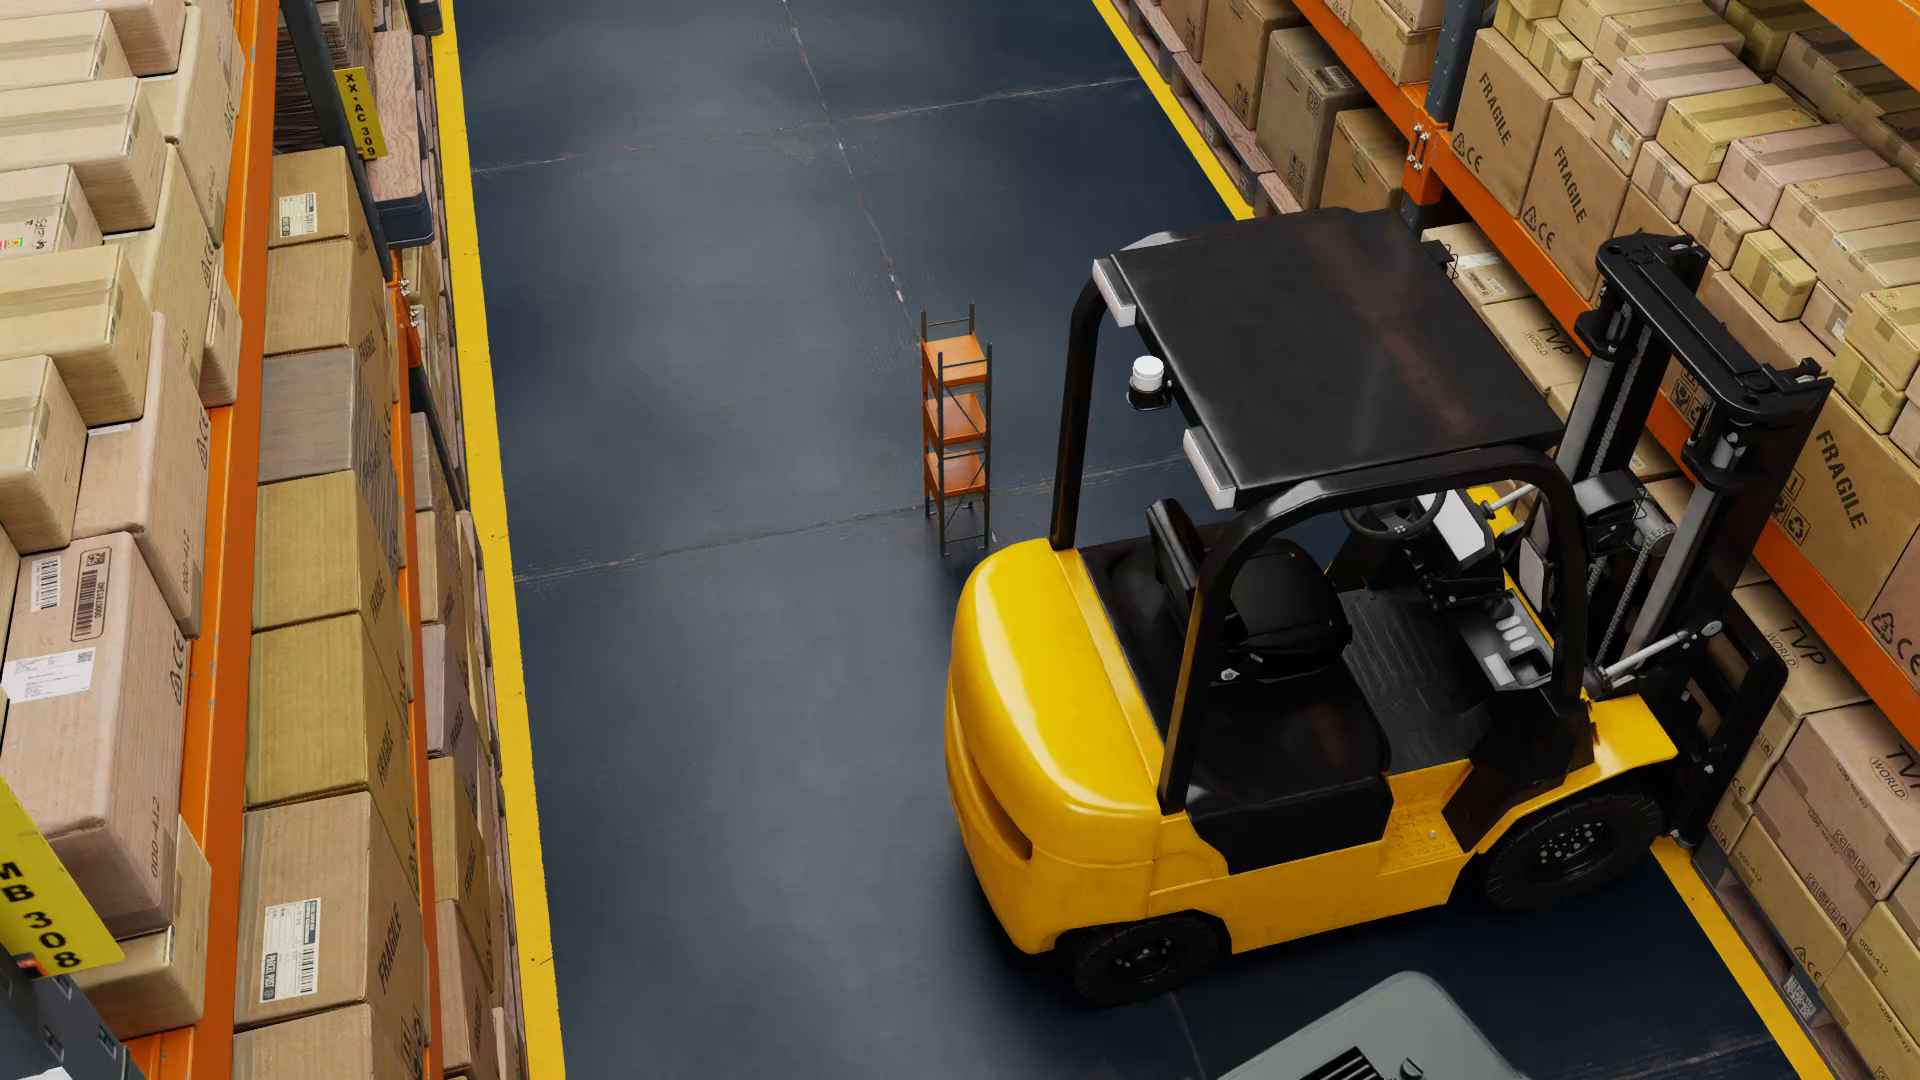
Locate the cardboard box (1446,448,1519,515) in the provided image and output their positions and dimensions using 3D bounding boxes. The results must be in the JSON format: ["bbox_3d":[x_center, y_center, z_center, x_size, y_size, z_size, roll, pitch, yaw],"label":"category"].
[{"bbox_3d":[2.278,-0.327,6.601,0.500,0.250,0.500,-12,47,-11],"label":"cardboard box"}]

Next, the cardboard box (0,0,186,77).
[{"bbox_3d":[-1.687,-0.983,3.131,0.380,0.149,0.250,-10,46,-10],"label":"cardboard box"}]

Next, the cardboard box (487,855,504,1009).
[{"bbox_3d":[-1.659,1.267,5.039,0.500,0.250,0.500,-8,46,-8],"label":"cardboard box"}]

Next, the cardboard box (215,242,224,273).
[{"bbox_3d":[-1.657,-0.529,3.244,0.380,0.149,0.250,-12,47,-11],"label":"cardboard box"}]

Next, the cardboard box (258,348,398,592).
[{"bbox_3d":[-1.839,-0.140,4.509,0.500,0.500,0.500,-10,46,-9],"label":"cardboard box"}]

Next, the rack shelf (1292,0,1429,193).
[{"bbox_3d":[1.817,-3.013,8.107,1.077,0.370,4.000,-11,47,-10],"label":"rack shelf"}]

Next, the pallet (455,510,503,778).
[{"bbox_3d":[-2.262,0.459,6.152,1.003,0.211,1.213,-11,47,-10],"label":"pallet"}]

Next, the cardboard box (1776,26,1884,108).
[{"bbox_3d":[2.932,-1.563,5.449,0.380,0.149,0.250,-12,47,-11],"label":"cardboard box"}]

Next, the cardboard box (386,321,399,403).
[{"bbox_3d":[-2.021,-0.549,5.364,0.380,0.149,0.250,-10,46,-9],"label":"cardboard box"}]

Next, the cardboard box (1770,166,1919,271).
[{"bbox_3d":[2.611,-0.932,4.831,0.380,0.149,0.250,-11,47,-10],"label":"cardboard box"}]

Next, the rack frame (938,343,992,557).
[{"bbox_3d":[0.017,-0.320,6.329,0.200,1.050,0.008,-11,47,-10],"label":"rack frame"}]

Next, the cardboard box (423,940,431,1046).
[{"bbox_3d":[-1.420,1.050,3.797,0.380,0.149,0.250,-10,46,-10],"label":"cardboard box"}]

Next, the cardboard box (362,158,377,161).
[{"bbox_3d":[-2.305,-1.473,5.975,0.380,0.149,0.250,-10,46,-10],"label":"cardboard box"}]

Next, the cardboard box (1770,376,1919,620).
[{"bbox_3d":[2.718,-0.163,4.740,0.500,0.500,0.500,-12,47,-11],"label":"cardboard box"}]

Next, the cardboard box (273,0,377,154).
[{"bbox_3d":[-2.311,-1.636,5.681,0.500,0.500,0.500,-10,46,-9],"label":"cardboard box"}]

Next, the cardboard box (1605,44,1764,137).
[{"bbox_3d":[2.319,-1.441,5.330,0.380,0.149,0.250,-10,46,-9],"label":"cardboard box"}]

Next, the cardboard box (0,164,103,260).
[{"bbox_3d":[-1.571,-0.432,2.590,0.380,0.149,0.250,-11,47,-11],"label":"cardboard box"}]

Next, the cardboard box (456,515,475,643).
[{"bbox_3d":[-2.057,0.200,6.085,0.500,0.250,0.500,-9,46,-9],"label":"cardboard box"}]

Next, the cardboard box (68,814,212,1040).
[{"bbox_3d":[-1.215,0.537,2.199,0.380,0.149,0.250,-11,47,-10],"label":"cardboard box"}]

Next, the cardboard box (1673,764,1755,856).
[{"bbox_3d":[2.690,0.734,5.562,0.500,0.250,0.500,-10,46,-10],"label":"cardboard box"}]

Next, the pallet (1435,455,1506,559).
[{"bbox_3d":[2.492,-0.352,6.947,1.003,0.211,1.213,-11,47,-10],"label":"pallet"}]

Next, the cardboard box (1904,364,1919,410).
[{"bbox_3d":[2.705,-0.383,4.293,0.380,0.149,0.250,-10,46,-9],"label":"cardboard box"}]

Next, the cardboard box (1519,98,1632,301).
[{"bbox_3d":[2.339,-1.209,5.764,0.500,0.500,0.500,-10,46,-10],"label":"cardboard box"}]

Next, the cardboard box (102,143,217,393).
[{"bbox_3d":[-1.591,-0.412,2.850,0.500,0.250,0.500,-9,46,-9],"label":"cardboard box"}]

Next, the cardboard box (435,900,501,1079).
[{"bbox_3d":[-1.528,1.356,4.427,0.500,0.500,0.500,-12,47,-12],"label":"cardboard box"}]

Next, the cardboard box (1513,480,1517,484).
[{"bbox_3d":[2.285,-0.506,6.427,0.500,0.250,0.500,-11,47,-11],"label":"cardboard box"}]

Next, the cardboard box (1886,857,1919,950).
[{"bbox_3d":[2.934,1.082,4.521,0.500,0.250,0.500,-9,46,-9],"label":"cardboard box"}]

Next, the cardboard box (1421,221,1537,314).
[{"bbox_3d":[2.149,-1.028,6.588,0.500,0.250,0.500,-11,47,-11],"label":"cardboard box"}]

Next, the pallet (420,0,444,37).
[{"bbox_3d":[-3.621,-3.318,9.854,1.003,0.211,1.213,-11,47,-10],"label":"pallet"}]

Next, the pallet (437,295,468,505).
[{"bbox_3d":[-2.669,-0.535,7.127,1.003,0.211,1.213,-11,47,-10],"label":"pallet"}]

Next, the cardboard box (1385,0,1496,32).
[{"bbox_3d":[1.956,-2.299,6.658,0.500,0.250,0.500,-12,47,-11],"label":"cardboard box"}]

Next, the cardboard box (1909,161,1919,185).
[{"bbox_3d":[3.034,-1.015,4.912,0.380,0.149,0.250,-9,46,-9],"label":"cardboard box"}]

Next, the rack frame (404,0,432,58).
[{"bbox_3d":[-3.492,-3.736,8.311,1.000,3.000,0.127,-11,47,-10],"label":"rack frame"}]

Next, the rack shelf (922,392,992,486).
[{"bbox_3d":[-0.014,-0.397,6.419,0.215,0.259,0.240,-11,47,-10],"label":"rack shelf"}]

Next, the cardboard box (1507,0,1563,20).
[{"bbox_3d":[2.124,-1.976,5.854,0.380,0.149,0.250,-10,46,-10],"label":"cardboard box"}]

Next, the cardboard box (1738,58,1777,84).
[{"bbox_3d":[2.817,-1.621,5.714,0.380,0.149,0.250,-10,46,-9],"label":"cardboard box"}]

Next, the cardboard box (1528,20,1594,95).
[{"bbox_3d":[2.224,-1.700,5.791,0.380,0.149,0.250,-10,46,-9],"label":"cardboard box"}]

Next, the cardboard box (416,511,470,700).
[{"bbox_3d":[-1.926,0.289,5.473,0.500,0.500,0.500,-10,46,-10],"label":"cardboard box"}]

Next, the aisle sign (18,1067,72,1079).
[{"bbox_3d":[-1.129,0.864,1.983,0.394,0.787,0.004,-11,47,-10],"label":"aisle sign"}]

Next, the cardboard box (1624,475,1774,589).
[{"bbox_3d":[2.536,0.033,5.549,0.500,0.250,0.500,-12,47,-11],"label":"cardboard box"}]

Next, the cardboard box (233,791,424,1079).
[{"bbox_3d":[-1.433,0.914,3.476,0.500,0.500,0.500,-9,46,-9],"label":"cardboard box"}]

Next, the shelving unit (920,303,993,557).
[{"bbox_3d":[-0.014,-0.404,6.411,0.215,1.050,0.252,-11,47,-10],"label":"shelving unit"}]

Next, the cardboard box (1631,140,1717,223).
[{"bbox_3d":[2.375,-1.160,5.262,0.380,0.149,0.250,-11,47,-11],"label":"cardboard box"}]

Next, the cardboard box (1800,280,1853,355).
[{"bbox_3d":[2.664,-0.643,4.756,0.380,0.149,0.250,-11,47,-11],"label":"cardboard box"}]

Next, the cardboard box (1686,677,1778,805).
[{"bbox_3d":[2.656,0.538,5.404,0.500,0.250,0.500,-12,47,-11],"label":"cardboard box"}]

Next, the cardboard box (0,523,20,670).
[{"bbox_3d":[-1.418,0.093,2.076,0.380,0.149,0.250,-11,47,-10],"label":"cardboard box"}]

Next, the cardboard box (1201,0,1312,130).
[{"bbox_3d":[1.799,-2.614,8.580,0.875,0.625,0.625,-12,47,-12],"label":"cardboard box"}]

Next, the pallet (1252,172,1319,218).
[{"bbox_3d":[2.103,-1.410,7.984,1.003,0.211,1.213,-11,47,-10],"label":"pallet"}]

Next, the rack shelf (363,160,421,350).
[{"bbox_3d":[-2.980,-2.103,7.215,1.077,0.370,4.000,-11,47,-10],"label":"rack shelf"}]
